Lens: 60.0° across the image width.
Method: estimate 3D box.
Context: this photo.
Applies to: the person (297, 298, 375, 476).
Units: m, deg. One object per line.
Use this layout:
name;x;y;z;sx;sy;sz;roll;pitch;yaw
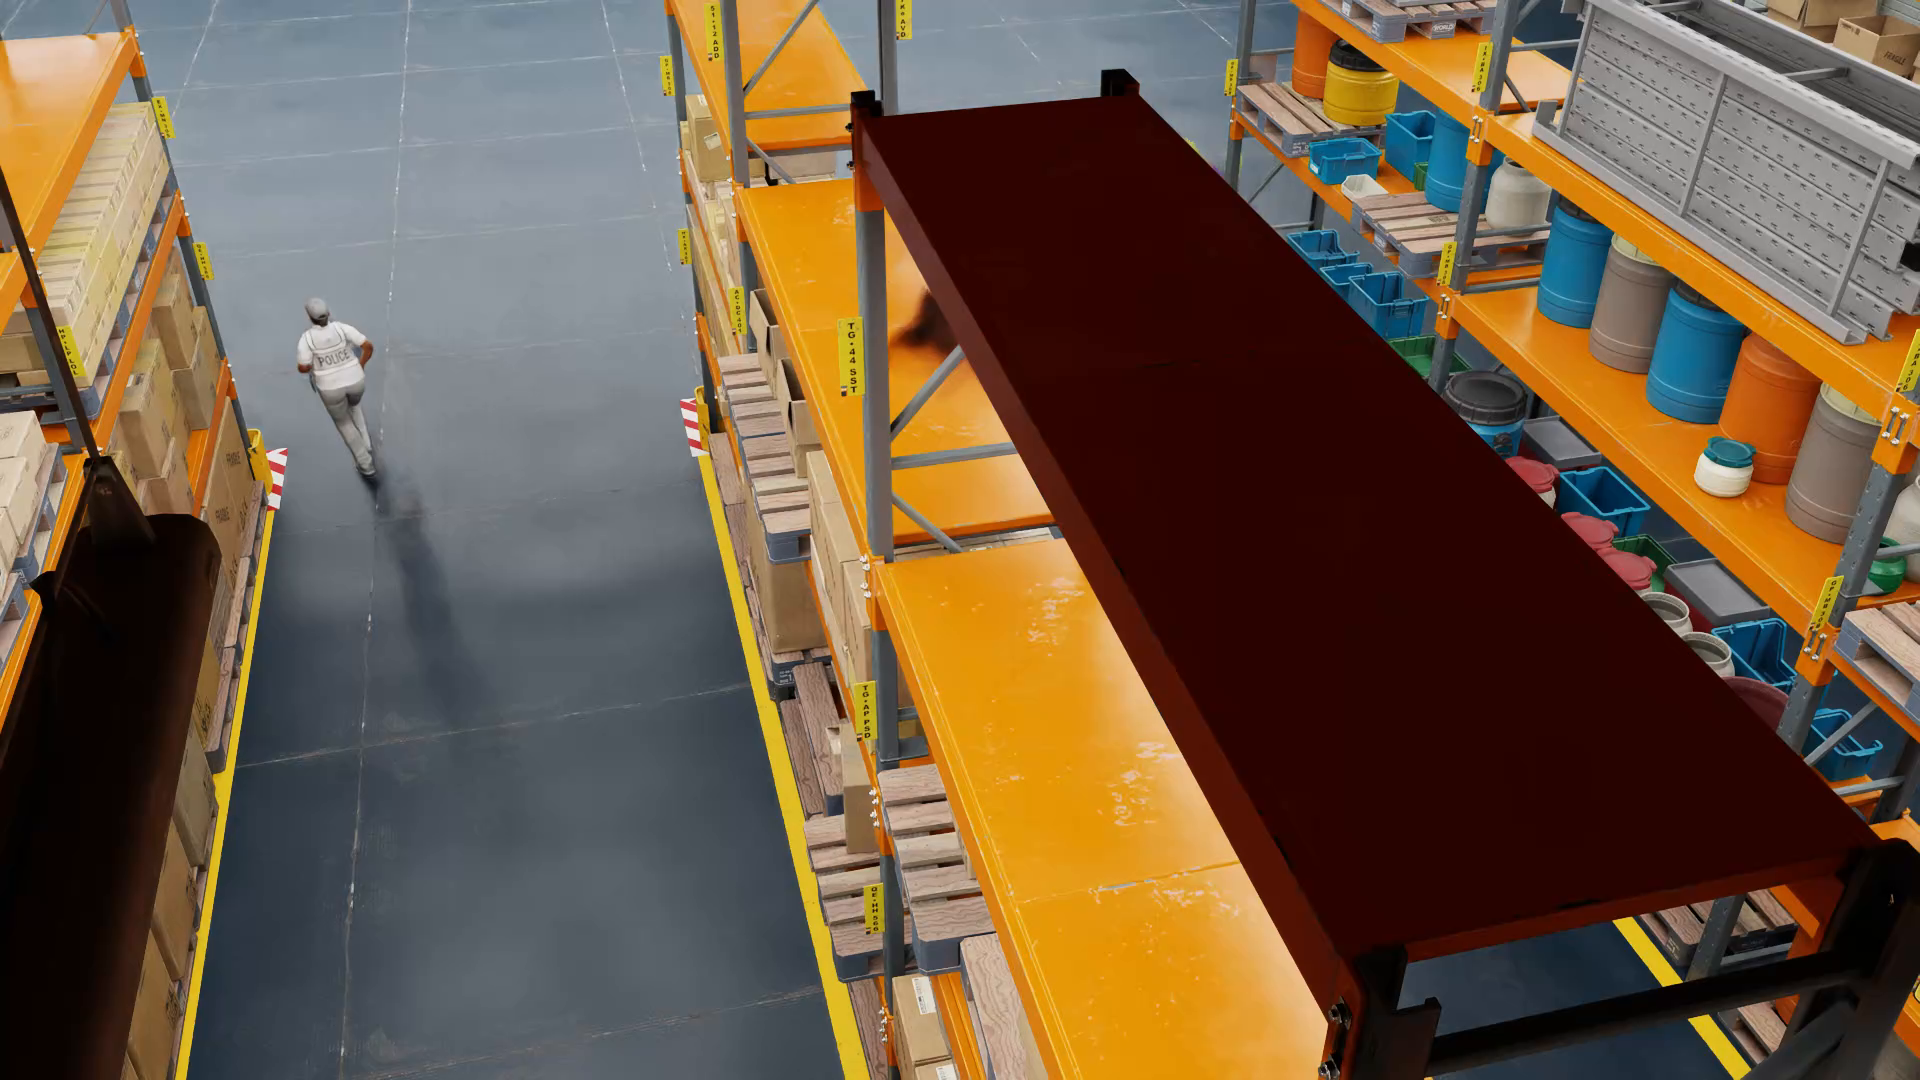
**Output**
person;-5.431;-1.319;14.594;0.609;1.724;0.647;-26;42;-32
